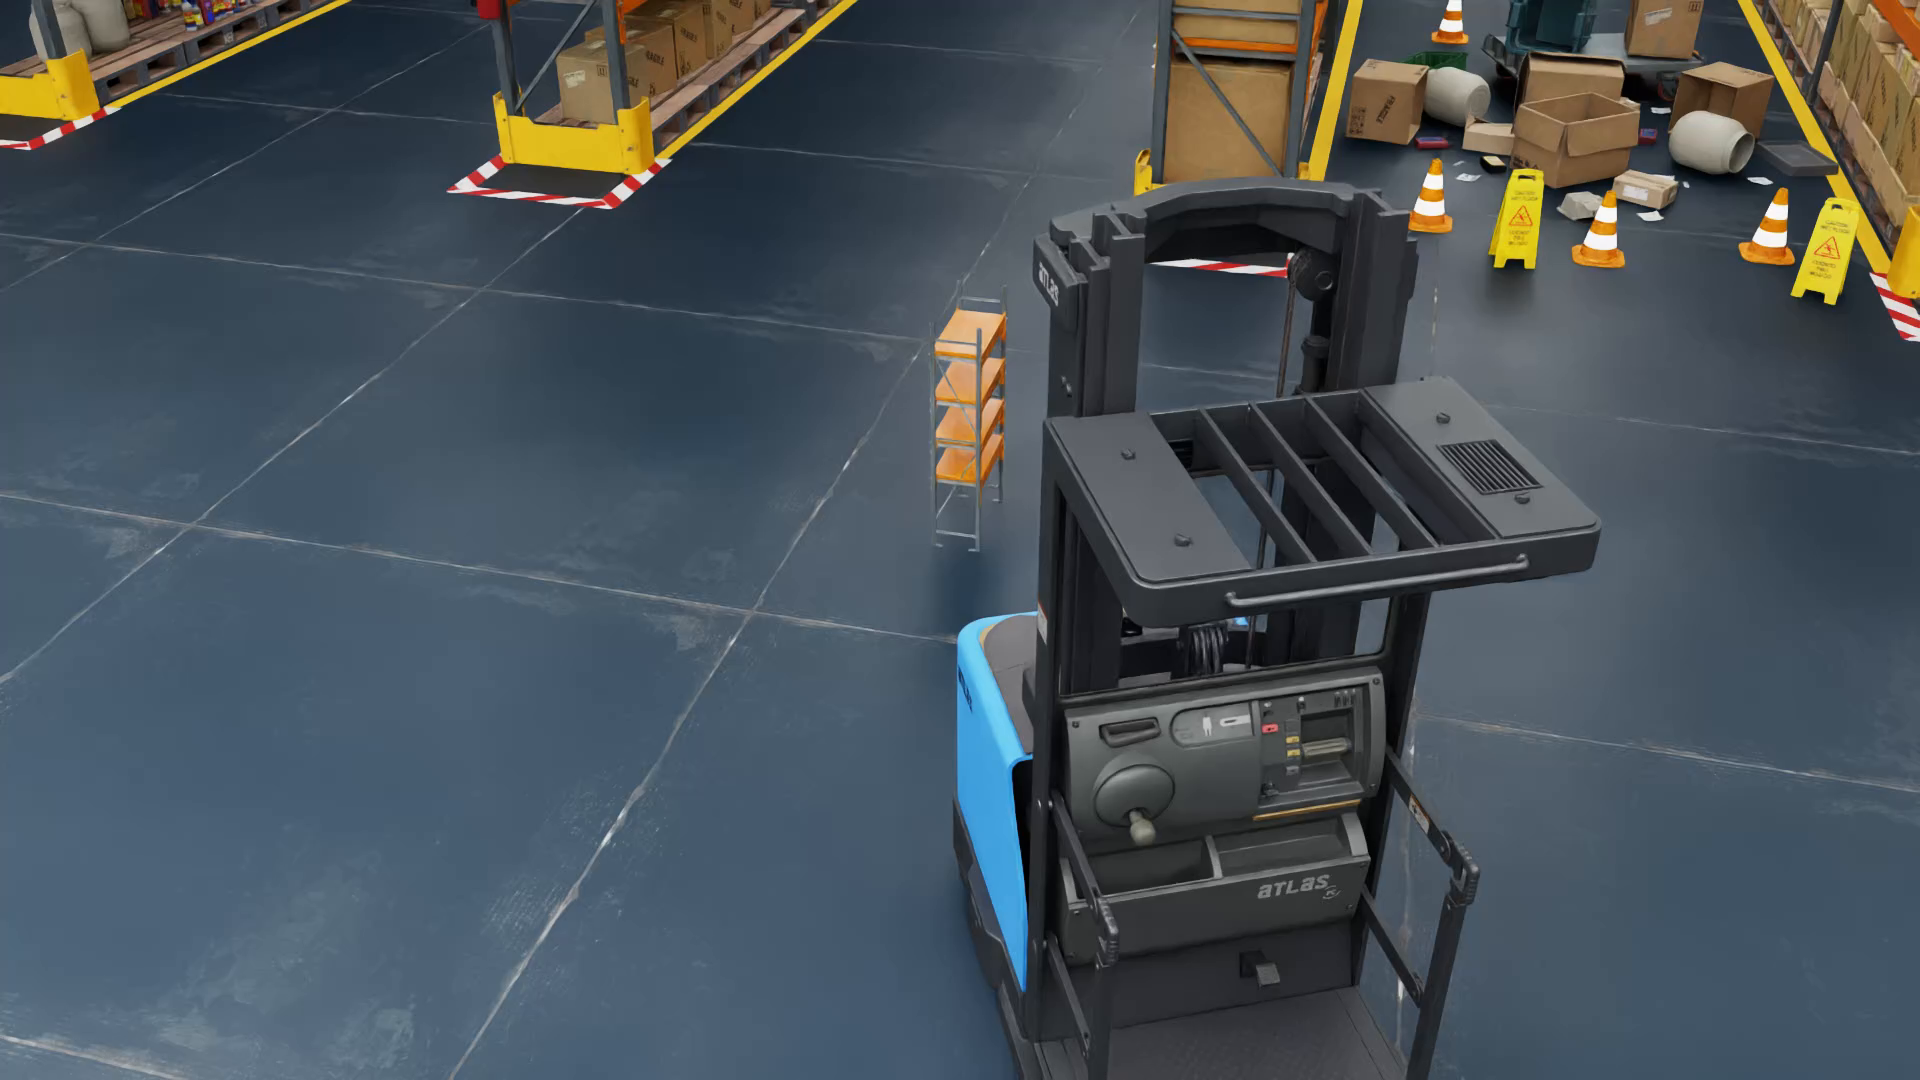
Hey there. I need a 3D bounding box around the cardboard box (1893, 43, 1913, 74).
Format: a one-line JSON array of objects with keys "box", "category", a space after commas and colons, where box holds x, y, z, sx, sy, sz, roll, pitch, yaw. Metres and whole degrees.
[{"box": [6.732, -3.331, 11.561, 0.380, 0.149, 0.250, 9, 34, 14], "category": "cardboard box"}]

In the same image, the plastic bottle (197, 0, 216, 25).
[{"box": [-6.922, -4.882, 15.256, 0.061, 0.283, 0.133, 9, 33, 13], "category": "plastic bottle"}]

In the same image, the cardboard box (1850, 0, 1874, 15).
[{"box": [7.132, -4.163, 12.870, 0.380, 0.149, 0.250, 8, 33, 13], "category": "cardboard box"}]

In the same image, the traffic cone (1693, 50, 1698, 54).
[{"box": [6.593, -4.645, 15.126, 0.336, 0.463, 0.334, 8, 33, 12], "category": "traffic cone"}]

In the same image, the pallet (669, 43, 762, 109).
[{"box": [-2.397, -4.066, 14.449, 1.003, 0.211, 1.213, 8, 33, 12], "category": "pallet"}]

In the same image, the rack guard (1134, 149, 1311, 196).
[{"box": [1.798, -2.360, 11.497, 1.175, 0.500, 0.348, 8, 33, 12], "category": "rack guard"}]

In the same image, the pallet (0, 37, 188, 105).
[{"box": [-7.574, -4.120, 14.533, 1.003, 0.211, 1.213, 8, 33, 12], "category": "pallet"}]

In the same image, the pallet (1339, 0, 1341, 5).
[{"box": [3.249, -5.372, 16.504, 1.003, 0.211, 1.213, 8, 33, 12], "category": "pallet"}]

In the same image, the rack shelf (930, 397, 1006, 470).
[{"box": [0.042, -0.535, 8.099, 0.258, 0.148, 0.480, 8, 33, 12], "category": "rack shelf"}]

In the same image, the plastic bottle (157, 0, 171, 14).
[{"box": [-7.466, -5.039, 15.578, 0.097, 0.201, 0.097, 0, 32, 0], "category": "plastic bottle"}]

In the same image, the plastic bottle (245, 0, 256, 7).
[{"box": [-6.804, -5.217, 15.789, 0.152, 0.276, 0.135, 9, 33, 13], "category": "plastic bottle"}]

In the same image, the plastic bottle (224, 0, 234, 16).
[{"box": [-6.860, -5.014, 15.539, 0.097, 0.201, 0.097, 0, 32, 0], "category": "plastic bottle"}]

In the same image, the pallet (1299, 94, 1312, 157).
[{"box": [2.243, -3.307, 13.256, 1.003, 0.211, 1.213, 8, 33, 12], "category": "pallet"}]

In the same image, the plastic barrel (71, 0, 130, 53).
[{"box": [-7.539, -4.569, 14.569, 0.421, 0.512, 0.421, 0, 32, 0], "category": "plastic barrel"}]

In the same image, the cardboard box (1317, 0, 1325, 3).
[{"box": [2.236, -4.251, 12.002, 0.875, 0.550, 0.550, 8, 33, 12], "category": "cardboard box"}]

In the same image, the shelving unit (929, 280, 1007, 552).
[{"box": [0.042, -0.592, 8.063, 0.258, 1.200, 0.503, 8, 33, 12], "category": "shelving unit"}]

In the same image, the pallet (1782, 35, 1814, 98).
[{"box": [7.829, -4.109, 14.517, 1.003, 0.211, 1.213, 8, 33, 12], "category": "pallet"}]

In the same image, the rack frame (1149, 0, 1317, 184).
[{"box": [1.804, -3.428, 10.846, 1.000, 3.000, 0.127, 8, 33, 12], "category": "rack frame"}]

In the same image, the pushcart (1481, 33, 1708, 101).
[{"box": [5.414, -4.060, 14.284, 1.648, 0.377, 0.936, -3, 33, -4], "category": "pushcart"}]

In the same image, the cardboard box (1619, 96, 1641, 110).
[{"box": [5.350, -3.597, 13.661, 0.258, 0.266, 0.396, -14, 35, -21], "category": "cardboard box"}]

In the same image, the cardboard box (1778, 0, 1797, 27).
[{"box": [8.117, -4.957, 15.310, 0.950, 0.372, 0.625, 9, 34, 14], "category": "cardboard box"}]

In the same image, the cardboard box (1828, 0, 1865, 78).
[{"box": [7.222, -3.946, 13.133, 0.500, 0.500, 0.500, 10, 34, 15], "category": "cardboard box"}]

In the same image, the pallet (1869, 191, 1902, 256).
[{"box": [6.877, -2.085, 11.334, 1.003, 0.211, 1.213, 8, 33, 12], "category": "pallet"}]

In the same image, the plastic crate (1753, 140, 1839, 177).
[{"box": [6.441, -2.947, 12.810, 0.402, 0.080, 0.583, -3, 33, -4], "category": "plastic crate"}]

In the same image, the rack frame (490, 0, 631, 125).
[{"box": [-2.968, -4.155, 11.990, 1.000, 3.000, 0.127, 8, 33, 12], "category": "rack frame"}]

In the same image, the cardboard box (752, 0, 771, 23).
[{"box": [-2.093, -5.151, 15.495, 0.500, 0.500, 0.500, 7, 33, 11], "category": "cardboard box"}]

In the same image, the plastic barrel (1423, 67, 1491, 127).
[{"box": [4.015, -3.618, 13.547, 0.421, 0.421, 0.512, -21, 38, -29], "category": "plastic barrel"}]

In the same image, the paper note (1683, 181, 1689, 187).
[{"box": [5.424, -2.655, 12.417, 0.032, 0.001, 0.123, 8, 33, 12], "category": "paper note"}]

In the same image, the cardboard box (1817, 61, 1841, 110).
[{"box": [7.222, -3.629, 13.334, 0.500, 0.250, 0.500, 7, 33, 10], "category": "cardboard box"}]

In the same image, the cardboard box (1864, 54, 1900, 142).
[{"box": [6.832, -3.123, 11.839, 0.500, 0.500, 0.500, 7, 33, 11], "category": "cardboard box"}]

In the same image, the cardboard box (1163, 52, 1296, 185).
[{"box": [1.912, -3.069, 11.871, 0.875, 0.875, 0.875, 8, 33, 13], "category": "cardboard box"}]

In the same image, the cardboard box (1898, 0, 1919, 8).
[{"box": [6.872, -3.859, 11.758, 0.380, 0.149, 0.250, 8, 33, 12], "category": "cardboard box"}]

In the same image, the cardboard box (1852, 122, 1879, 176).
[{"box": [6.829, -2.819, 12.060, 0.500, 0.250, 0.500, 7, 33, 11], "category": "cardboard box"}]

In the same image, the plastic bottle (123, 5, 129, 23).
[{"box": [-7.717, -4.847, 15.277, 0.097, 0.201, 0.097, 0, 32, 0], "category": "plastic bottle"}]

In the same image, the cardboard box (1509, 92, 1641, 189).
[{"box": [4.614, -3.009, 12.514, 0.797, 0.503, 0.637, -14, 35, -21], "category": "cardboard box"}]

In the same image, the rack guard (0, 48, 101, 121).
[{"box": [-7.785, -3.821, 13.794, 1.175, 0.500, 0.348, 8, 33, 12], "category": "rack guard"}]

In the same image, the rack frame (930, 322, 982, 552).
[{"box": [-0.020, -0.466, 7.864, 0.240, 1.200, 0.015, 8, 33, 12], "category": "rack frame"}]

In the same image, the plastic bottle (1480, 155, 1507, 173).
[{"box": [4.070, -2.886, 12.732, 0.133, 0.061, 0.283, -3, 33, -4], "category": "plastic bottle"}]

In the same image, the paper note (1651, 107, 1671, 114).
[{"box": [5.848, -3.586, 13.862, 0.148, 0.019, 0.142, 8, 33, 12], "category": "paper note"}]

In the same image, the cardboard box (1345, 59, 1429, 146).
[{"box": [3.418, -3.504, 13.294, 0.500, 0.500, 0.500, 14, 35, 21], "category": "cardboard box"}]

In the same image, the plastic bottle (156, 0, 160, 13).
[{"box": [-7.591, -5.078, 15.570, 0.152, 0.276, 0.135, 7, 33, 11], "category": "plastic bottle"}]

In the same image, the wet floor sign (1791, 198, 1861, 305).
[{"box": [5.534, -1.860, 10.574, 0.267, 0.644, 0.232, 20, 38, 29], "category": "wet floor sign"}]

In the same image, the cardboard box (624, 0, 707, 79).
[{"box": [-2.498, -4.237, 14.057, 0.500, 0.500, 0.500, 11, 34, 17], "category": "cardboard box"}]

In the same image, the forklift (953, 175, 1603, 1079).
[{"box": [0.799, 0.663, 4.475, 1.130, 2.935, 3.031, -7, 33, -11], "category": "forklift"}]
